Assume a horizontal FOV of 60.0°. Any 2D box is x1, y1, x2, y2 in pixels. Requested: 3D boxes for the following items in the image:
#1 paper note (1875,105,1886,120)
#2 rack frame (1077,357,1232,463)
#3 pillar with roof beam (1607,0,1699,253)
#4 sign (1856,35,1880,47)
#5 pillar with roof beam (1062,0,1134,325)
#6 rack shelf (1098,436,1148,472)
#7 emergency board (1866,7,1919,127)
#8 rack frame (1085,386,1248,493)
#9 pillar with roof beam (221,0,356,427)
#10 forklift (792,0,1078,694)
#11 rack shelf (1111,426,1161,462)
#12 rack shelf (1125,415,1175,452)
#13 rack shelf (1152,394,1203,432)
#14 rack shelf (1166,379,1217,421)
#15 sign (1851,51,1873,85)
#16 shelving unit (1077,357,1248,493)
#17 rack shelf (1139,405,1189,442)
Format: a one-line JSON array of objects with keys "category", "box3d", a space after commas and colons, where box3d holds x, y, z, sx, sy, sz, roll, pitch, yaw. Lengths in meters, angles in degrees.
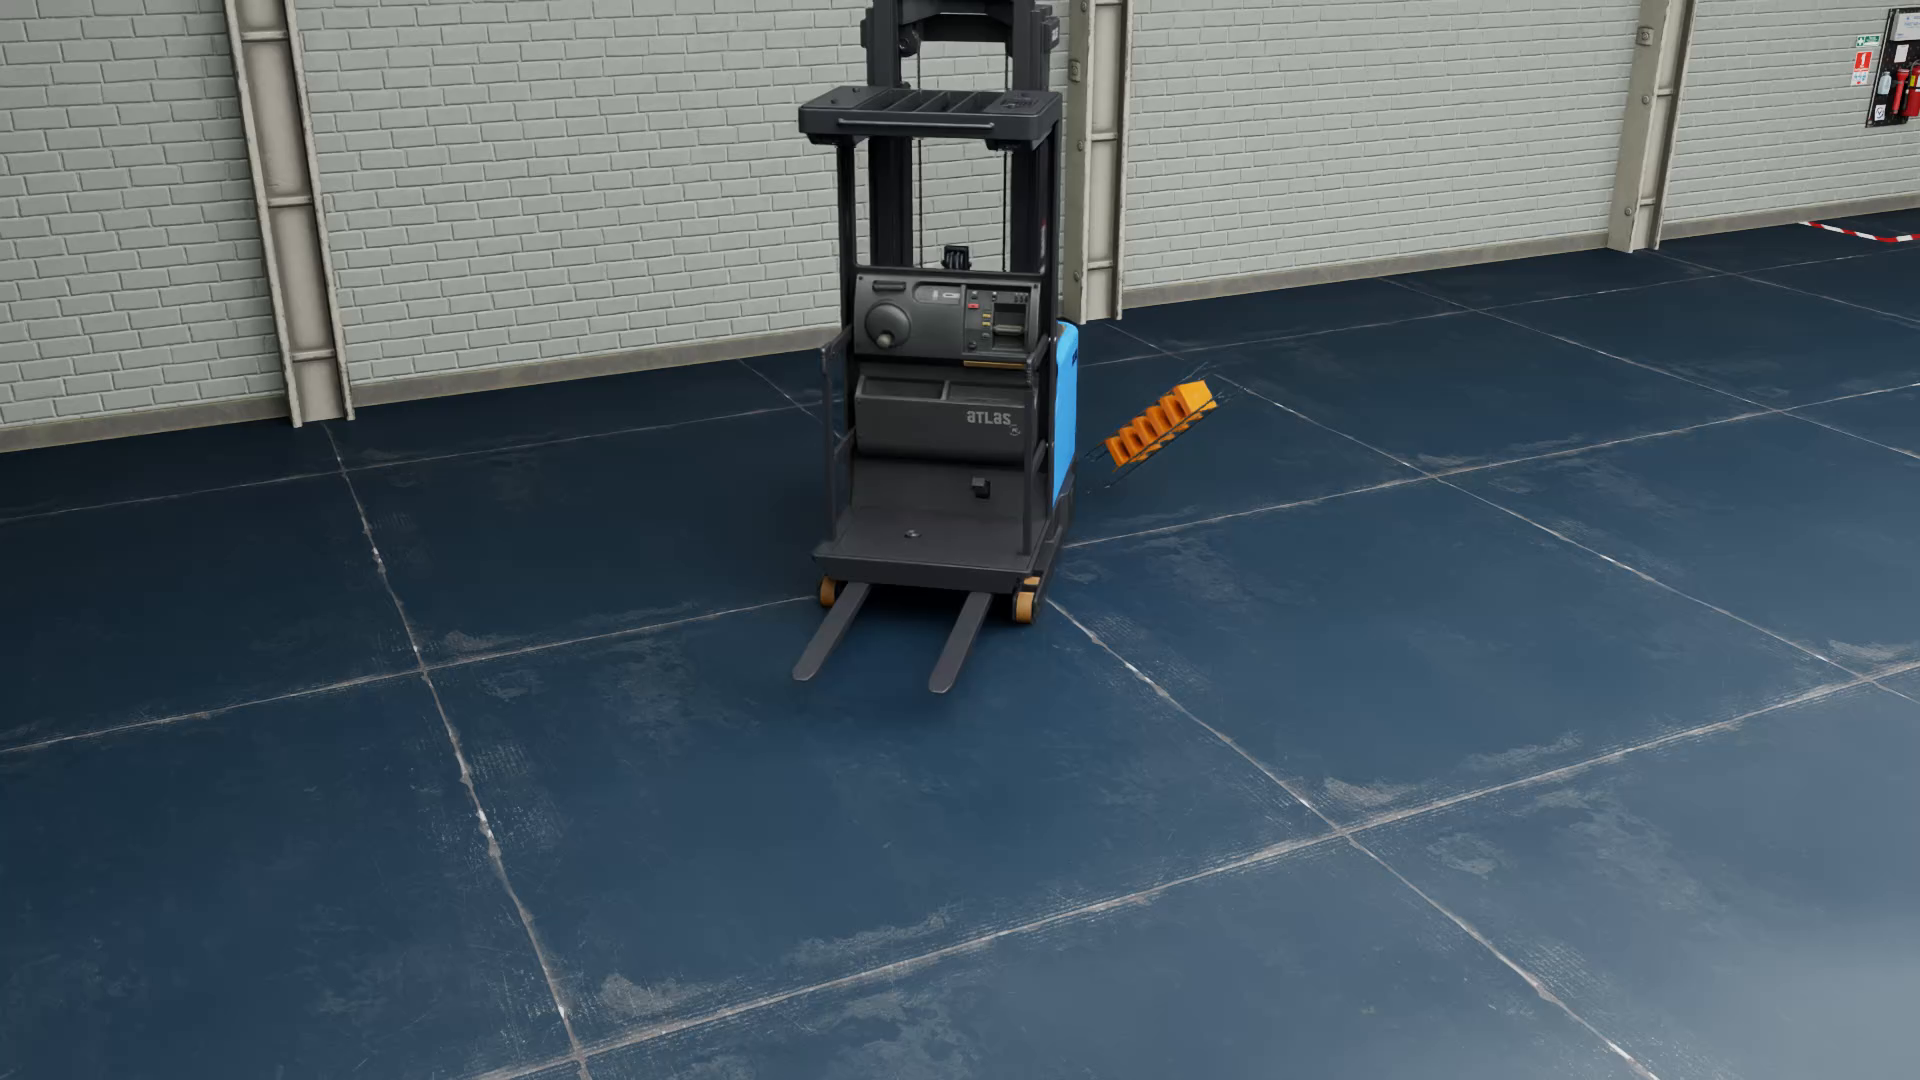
[{"category": "paper note", "box3d": [9.464, -4.396, 17.100, 0.142, 0.148, 0.016, -10, 25, -24]}, {"category": "rack frame", "box3d": [1.083, -0.725, 9.548, 0.240, 0.006, 1.200, -15, -16, -44]}, {"category": "pillar with roof beam", "box3d": [8.358, -5.498, 10.767, 0.400, 9.000, 9.100, -10, 25, -24]}, {"category": "sign", "box3d": [9.119, -5.011, 16.695, 0.331, 0.109, 0.001, -10, 25, -24]}, {"category": "pillar with roof beam", "box3d": [2.951, -4.503, 8.363, 0.400, 9.000, 9.100, -10, 25, -24]}, {"category": "rack shelf", "box3d": [0.961, -0.519, 9.727, 0.258, 0.180, 0.103, -15, -16, -44]}, {"category": "emergency board", "box3d": [9.654, -4.809, 16.945, 0.643, 1.169, 0.194, -10, 25, -24]}, {"category": "rack frame", "box3d": [1.163, -0.564, 9.511, 0.240, 0.006, 1.200, -15, -16, -44]}, {"category": "pillar with roof beam", "box3d": [-2.455, -3.508, 5.959, 0.400, 9.000, 9.100, -10, 25, -24]}, {"category": "forklift", "box3d": [-0.106, -1.088, 8.047, 1.130, 2.935, 3.031, 4, 23, 10]}, {"category": "rack shelf", "box3d": [1.029, -0.572, 9.643, 0.258, 0.180, 0.103, -15, -16, -44]}, {"category": "rack shelf", "box3d": [1.098, -0.625, 9.560, 0.258, 0.180, 0.103, -15, -16, -44]}, {"category": "rack shelf", "box3d": [1.234, -0.730, 9.394, 0.258, 0.180, 0.103, -15, -16, -44]}, {"category": "rack shelf", "box3d": [1.303, -0.783, 9.310, 0.258, 0.180, 0.103, -15, -16, -44]}, {"category": "sign", "box3d": [9.111, -4.769, 16.802, 0.234, 0.329, 0.001, -10, 25, -24]}, {"category": "shelving unit", "box3d": [1.123, -0.644, 9.529, 0.258, 0.189, 1.200, -15, -16, -44]}, {"category": "rack shelf", "box3d": [1.166, -0.677, 9.477, 0.258, 0.180, 0.103, -15, -16, -44]}]
